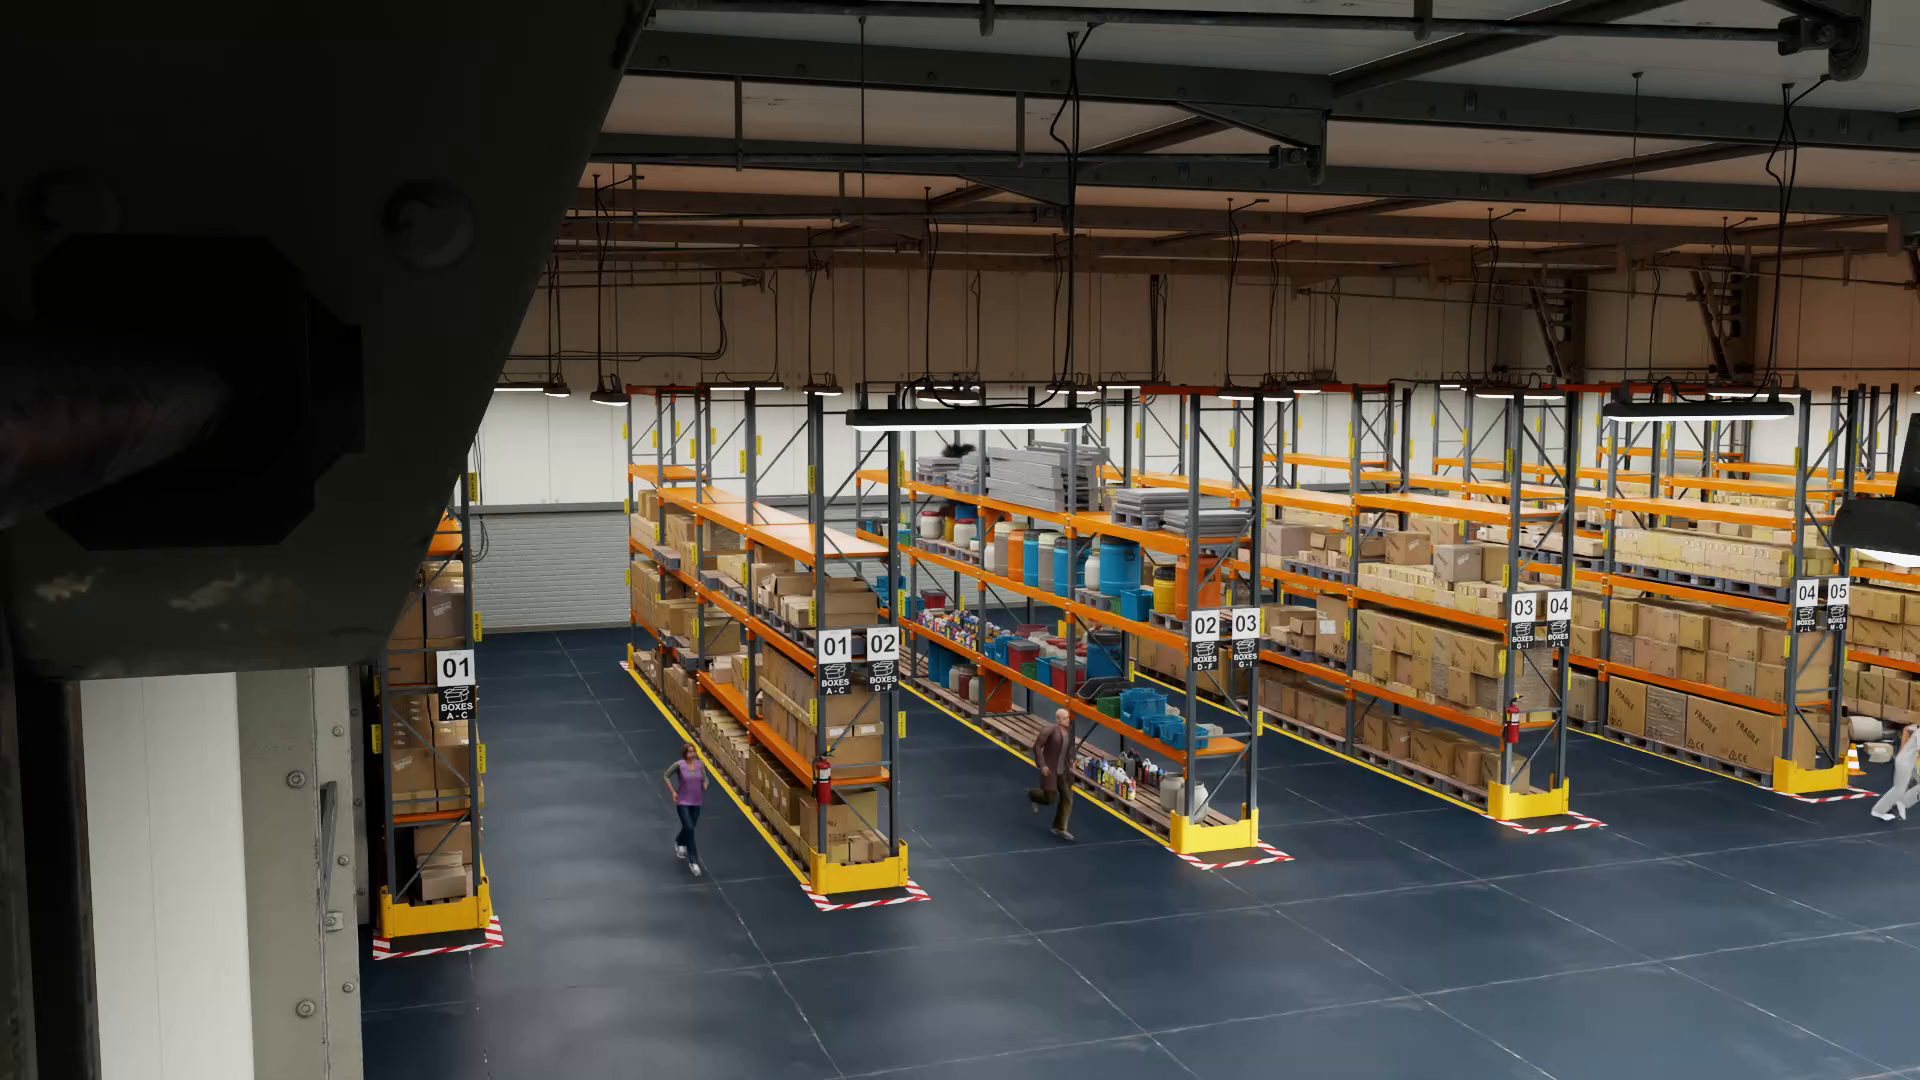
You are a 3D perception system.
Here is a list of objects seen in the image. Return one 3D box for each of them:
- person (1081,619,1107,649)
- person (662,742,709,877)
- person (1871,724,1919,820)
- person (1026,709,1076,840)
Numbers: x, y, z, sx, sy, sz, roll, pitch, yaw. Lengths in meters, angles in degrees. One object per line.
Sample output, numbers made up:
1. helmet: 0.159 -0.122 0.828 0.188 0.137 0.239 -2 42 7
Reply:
1. person: 2.519 2.275 30.841 0.690 1.849 0.912 -3 7 -26
2. person: -3.438 3.356 21.046 0.534 1.626 0.830 -4 7 -36
3. person: 13.276 3.157 23.218 0.898 1.537 0.589 4 7 31
4. person: 1.262 3.148 22.691 0.718 1.759 0.938 -4 7 -35
